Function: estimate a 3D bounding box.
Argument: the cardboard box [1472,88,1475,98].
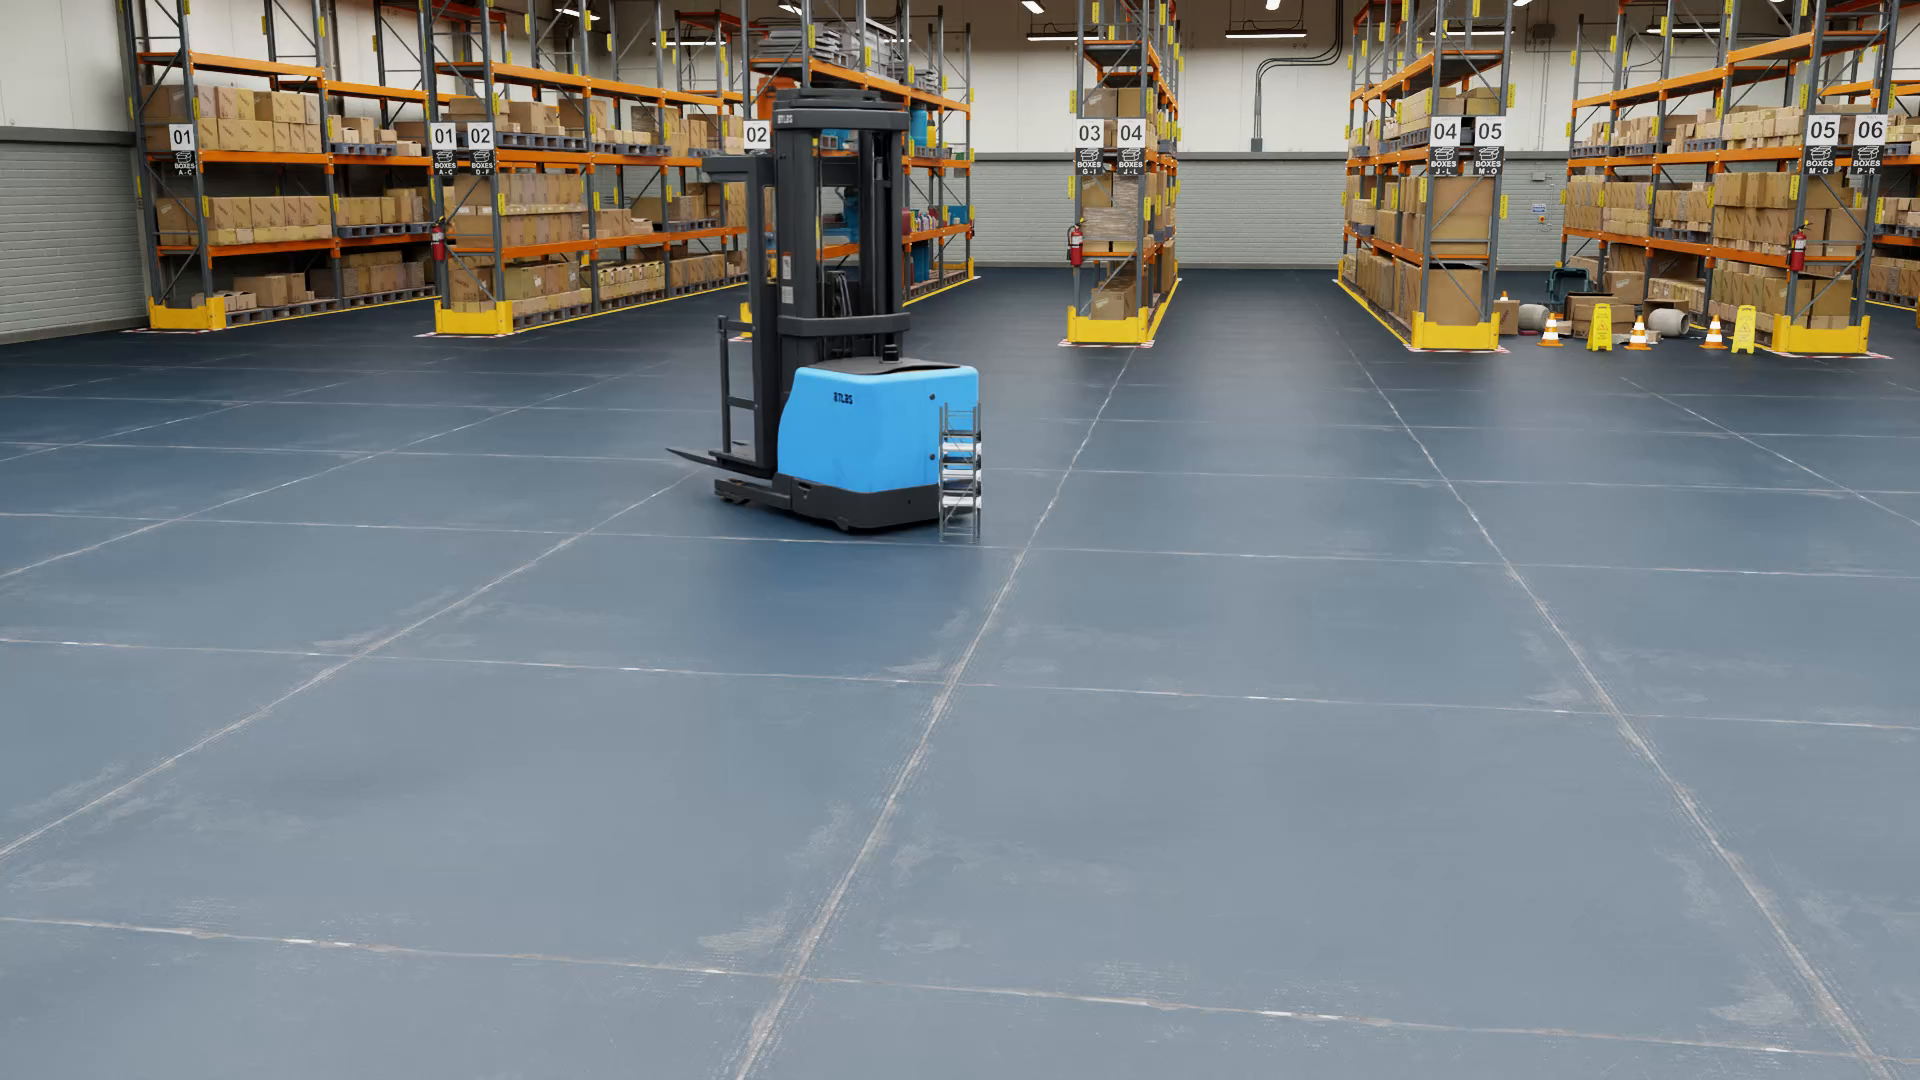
[{"bbox_3d":[7.468,-6.322,23.557,0.380,0.149,0.250,2,12,9],"label":"cardboard box"}]

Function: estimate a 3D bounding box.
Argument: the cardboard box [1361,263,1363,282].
[{"bbox_3d":[8.386,-5.339,33.586,0.500,0.500,0.500,2,12,10],"label":"cardboard box"}]

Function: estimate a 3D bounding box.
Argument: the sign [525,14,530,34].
[{"bbox_3d":[-7.533,-9.002,29.000,0.100,0.325,0.005,2,12,9],"label":"sign"}]

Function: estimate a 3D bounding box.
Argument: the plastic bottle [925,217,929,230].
[{"bbox_3d":[-0.746,-6.729,35.392,0.152,0.276,0.135,2,12,9],"label":"plastic bottle"}]

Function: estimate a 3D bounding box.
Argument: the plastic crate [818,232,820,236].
[{"bbox_3d":[-2.589,-5.021,27.674,0.450,0.188,0.662,2,12,9],"label":"plastic crate"}]

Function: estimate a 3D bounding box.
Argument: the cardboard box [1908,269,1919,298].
[{"bbox_3d":[18.045,-4.771,30.949,0.500,0.500,0.500,2,12,8],"label":"cardboard box"}]

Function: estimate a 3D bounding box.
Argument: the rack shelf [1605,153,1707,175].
[{"bbox_3d":[13.507,-7.280,32.241,1.077,0.370,4.000,2,12,9],"label":"rack shelf"}]

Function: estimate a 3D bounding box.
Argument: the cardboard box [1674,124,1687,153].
[{"bbox_3d":[13.044,-7.067,29.309,0.700,0.500,0.500,2,12,9],"label":"cardboard box"}]

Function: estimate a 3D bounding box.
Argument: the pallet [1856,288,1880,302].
[{"bbox_3d":[18.632,-4.888,33.173,1.003,0.211,1.213,2,12,9],"label":"pallet"}]

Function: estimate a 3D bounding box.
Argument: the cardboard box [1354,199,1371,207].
[{"bbox_3d":[8.356,-6.969,34.398,0.380,0.149,0.250,2,12,10],"label":"cardboard box"}]

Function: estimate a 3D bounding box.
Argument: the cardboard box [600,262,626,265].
[{"bbox_3d":[-6.824,-5.318,32.749,0.500,0.311,0.500,2,12,7],"label":"cardboard box"}]

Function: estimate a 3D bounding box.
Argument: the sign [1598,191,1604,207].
[{"bbox_3d":[13.266,-7.061,34.396,0.100,0.325,0.005,2,12,9],"label":"sign"}]

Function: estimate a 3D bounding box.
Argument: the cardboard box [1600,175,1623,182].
[{"bbox_3d":[13.548,-7.511,34.575,0.380,0.149,0.250,2,12,7],"label":"cardboard box"}]

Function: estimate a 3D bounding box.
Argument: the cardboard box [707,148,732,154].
[{"bbox_3d":[-5.446,-8.711,37.529,0.500,0.250,0.500,2,12,9],"label":"cardboard box"}]

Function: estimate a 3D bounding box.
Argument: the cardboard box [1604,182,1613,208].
[{"bbox_3d":[13.463,-7.037,33.916,0.500,0.500,0.500,2,12,9],"label":"cardboard box"}]

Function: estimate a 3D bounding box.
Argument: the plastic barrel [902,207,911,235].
[{"bbox_3d":[-1.258,-6.191,32.276,0.600,0.536,0.708,2,12,9],"label":"plastic barrel"}]

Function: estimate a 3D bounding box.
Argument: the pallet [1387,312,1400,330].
[{"bbox_3d":[7.484,-3.537,26.904,1.003,0.211,1.213,2,12,9],"label":"pallet"}]

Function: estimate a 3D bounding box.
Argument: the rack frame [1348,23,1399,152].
[{"bbox_3d":[9.523,-10.486,38.292,1.000,3.000,0.127,2,12,9],"label":"rack frame"}]

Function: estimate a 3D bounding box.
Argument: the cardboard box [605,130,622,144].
[{"bbox_3d":[-6.641,-7.554,31.162,0.500,0.250,0.500,1,12,4],"label":"cardboard box"}]

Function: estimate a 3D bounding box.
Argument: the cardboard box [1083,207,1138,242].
[{"bbox_3d":[2.289,-4.713,24.798,0.875,0.500,0.500,2,12,9],"label":"cardboard box"}]

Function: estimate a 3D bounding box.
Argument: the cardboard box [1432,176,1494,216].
[{"bbox_3d":[7.158,-4.900,23.692,0.875,0.550,0.550,2,12,9],"label":"cardboard box"}]

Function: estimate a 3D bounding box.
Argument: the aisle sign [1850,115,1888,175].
[{"bbox_3d":[12.266,-5.332,22.442,0.394,0.787,0.004,2,12,9],"label":"aisle sign"}]

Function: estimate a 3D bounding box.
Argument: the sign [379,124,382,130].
[{"bbox_3d":[-11.823,-8.329,33.986,0.100,0.325,0.005,2,12,9],"label":"sign"}]

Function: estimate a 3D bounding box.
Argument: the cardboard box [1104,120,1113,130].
[{"bbox_3d":[2.068,-6.111,24.519,0.380,0.149,0.250,1,12,7],"label":"cardboard box"}]

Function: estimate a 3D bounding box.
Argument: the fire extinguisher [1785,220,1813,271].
[{"bbox_3d":[11.496,-4.037,22.789,0.296,0.674,0.183,2,12,9],"label":"fire extinguisher"}]

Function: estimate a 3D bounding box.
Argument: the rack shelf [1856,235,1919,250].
[{"bbox_3d":[18.412,-5.654,31.815,1.077,0.370,4.000,2,12,9],"label":"rack shelf"}]

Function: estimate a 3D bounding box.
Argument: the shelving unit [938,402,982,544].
[{"bbox_3d":[0.001,-0.442,10.906,0.258,0.900,0.210,2,12,9],"label":"shelving unit"}]

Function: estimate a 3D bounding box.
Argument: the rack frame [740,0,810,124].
[{"bbox_3d":[-2.717,-7.498,24.425,1.000,3.000,0.127,2,12,9],"label":"rack frame"}]

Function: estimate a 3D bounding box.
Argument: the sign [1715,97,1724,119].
[{"bbox_3d":[12.036,-6.845,26.354,0.100,0.325,0.005,2,12,9],"label":"sign"}]

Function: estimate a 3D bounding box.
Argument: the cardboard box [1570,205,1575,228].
[{"bbox_3d":[14.022,-7.266,37.353,0.500,0.500,0.500,2,12,8],"label":"cardboard box"}]

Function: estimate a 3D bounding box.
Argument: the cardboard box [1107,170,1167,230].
[{"bbox_3d":[3.053,-5.897,28.815,1.000,1.000,1.000,2,12,9],"label":"cardboard box"}]

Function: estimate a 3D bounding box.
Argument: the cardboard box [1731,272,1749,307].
[{"bbox_3d":[12.075,-3.810,25.304,0.500,0.500,0.500,3,12,12],"label":"cardboard box"}]

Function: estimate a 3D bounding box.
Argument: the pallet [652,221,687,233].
[{"bbox_3d":[-6.345,-6.441,34.218,1.213,0.211,1.003,2,12,9],"label":"pallet"}]

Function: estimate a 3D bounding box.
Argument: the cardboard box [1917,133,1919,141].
[{"bbox_3d":[18.145,-7.526,31.083,0.380,0.149,0.250,2,12,10],"label":"cardboard box"}]

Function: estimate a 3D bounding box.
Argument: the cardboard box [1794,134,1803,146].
[{"bbox_3d":[11.748,-5.511,22.920,0.380,0.149,0.250,2,12,9],"label":"cardboard box"}]

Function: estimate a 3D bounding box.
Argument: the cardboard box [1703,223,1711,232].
[{"bbox_3d":[12.391,-5.115,27.207,0.380,0.149,0.250,2,12,9],"label":"cardboard box"}]

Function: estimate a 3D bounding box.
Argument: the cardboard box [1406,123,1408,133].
[{"bbox_3d":[7.169,-6.431,25.955,0.380,0.149,0.250,2,12,8],"label":"cardboard box"}]

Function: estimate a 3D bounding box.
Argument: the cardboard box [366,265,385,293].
[{"bbox_3d":[-11.646,-5.080,32.334,0.700,0.500,0.500,2,12,9],"label":"cardboard box"}]

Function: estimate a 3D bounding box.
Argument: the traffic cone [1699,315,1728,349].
[{"bbox_3d":[10.761,-2.975,23.699,0.336,0.463,0.334,2,12,9],"label":"traffic cone"}]

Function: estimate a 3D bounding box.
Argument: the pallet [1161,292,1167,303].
[{"bbox_3d":[3.603,-4.869,33.084,1.003,0.211,1.213,2,12,9],"label":"pallet"}]

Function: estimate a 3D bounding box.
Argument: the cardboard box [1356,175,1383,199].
[{"bbox_3d":[8.713,-7.511,35.408,0.500,0.500,0.500,1,12,7],"label":"cardboard box"}]

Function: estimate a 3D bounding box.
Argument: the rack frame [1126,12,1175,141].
[{"bbox_3d":[4.023,-9.835,35.271,1.000,3.000,0.127,2,12,9],"label":"rack frame"}]

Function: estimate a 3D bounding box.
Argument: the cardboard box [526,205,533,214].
[{"bbox_3d":[-7.180,-5.382,27.071,0.380,0.149,0.250,1,12,7],"label":"cardboard box"}]

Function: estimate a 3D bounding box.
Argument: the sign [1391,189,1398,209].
[{"bbox_3d":[7.140,-5.599,27.291,0.100,0.325,0.005,2,12,9],"label":"sign"}]

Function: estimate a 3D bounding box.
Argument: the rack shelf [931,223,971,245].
[{"bbox_3d":[-0.564,-7.128,38.656,1.077,0.370,4.000,2,12,9],"label":"rack shelf"}]

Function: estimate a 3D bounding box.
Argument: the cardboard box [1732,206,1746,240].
[{"bbox_3d":[12.097,-4.819,25.290,0.500,0.500,0.500,2,12,8],"label":"cardboard box"}]

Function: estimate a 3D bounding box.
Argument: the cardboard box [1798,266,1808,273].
[{"bbox_3d":[19.148,-6.115,37.177,0.797,0.503,0.637,1,12,6],"label":"cardboard box"}]

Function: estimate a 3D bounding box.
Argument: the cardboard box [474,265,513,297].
[{"bbox_3d":[-7.683,-4.284,27.503,0.500,0.500,0.500,2,12,9],"label":"cardboard box"}]

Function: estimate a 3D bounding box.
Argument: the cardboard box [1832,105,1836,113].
[{"bbox_3d":[12.249,-5.937,23.007,0.380,0.149,0.250,2,12,8],"label":"cardboard box"}]

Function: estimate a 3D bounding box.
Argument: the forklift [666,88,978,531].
[{"bbox_3d":[-1.167,-1.748,12.147,1.130,2.935,3.031,-9,15,-37],"label":"forklift"}]

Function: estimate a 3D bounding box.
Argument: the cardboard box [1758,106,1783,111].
[{"bbox_3d":[13.137,-6.972,27.276,0.500,0.250,0.500,2,12,7],"label":"cardboard box"}]

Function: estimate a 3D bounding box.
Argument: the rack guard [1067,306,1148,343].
[{"bbox_3d":[2.189,-3.199,24.649,1.175,0.500,0.348,2,12,9],"label":"rack guard"}]
